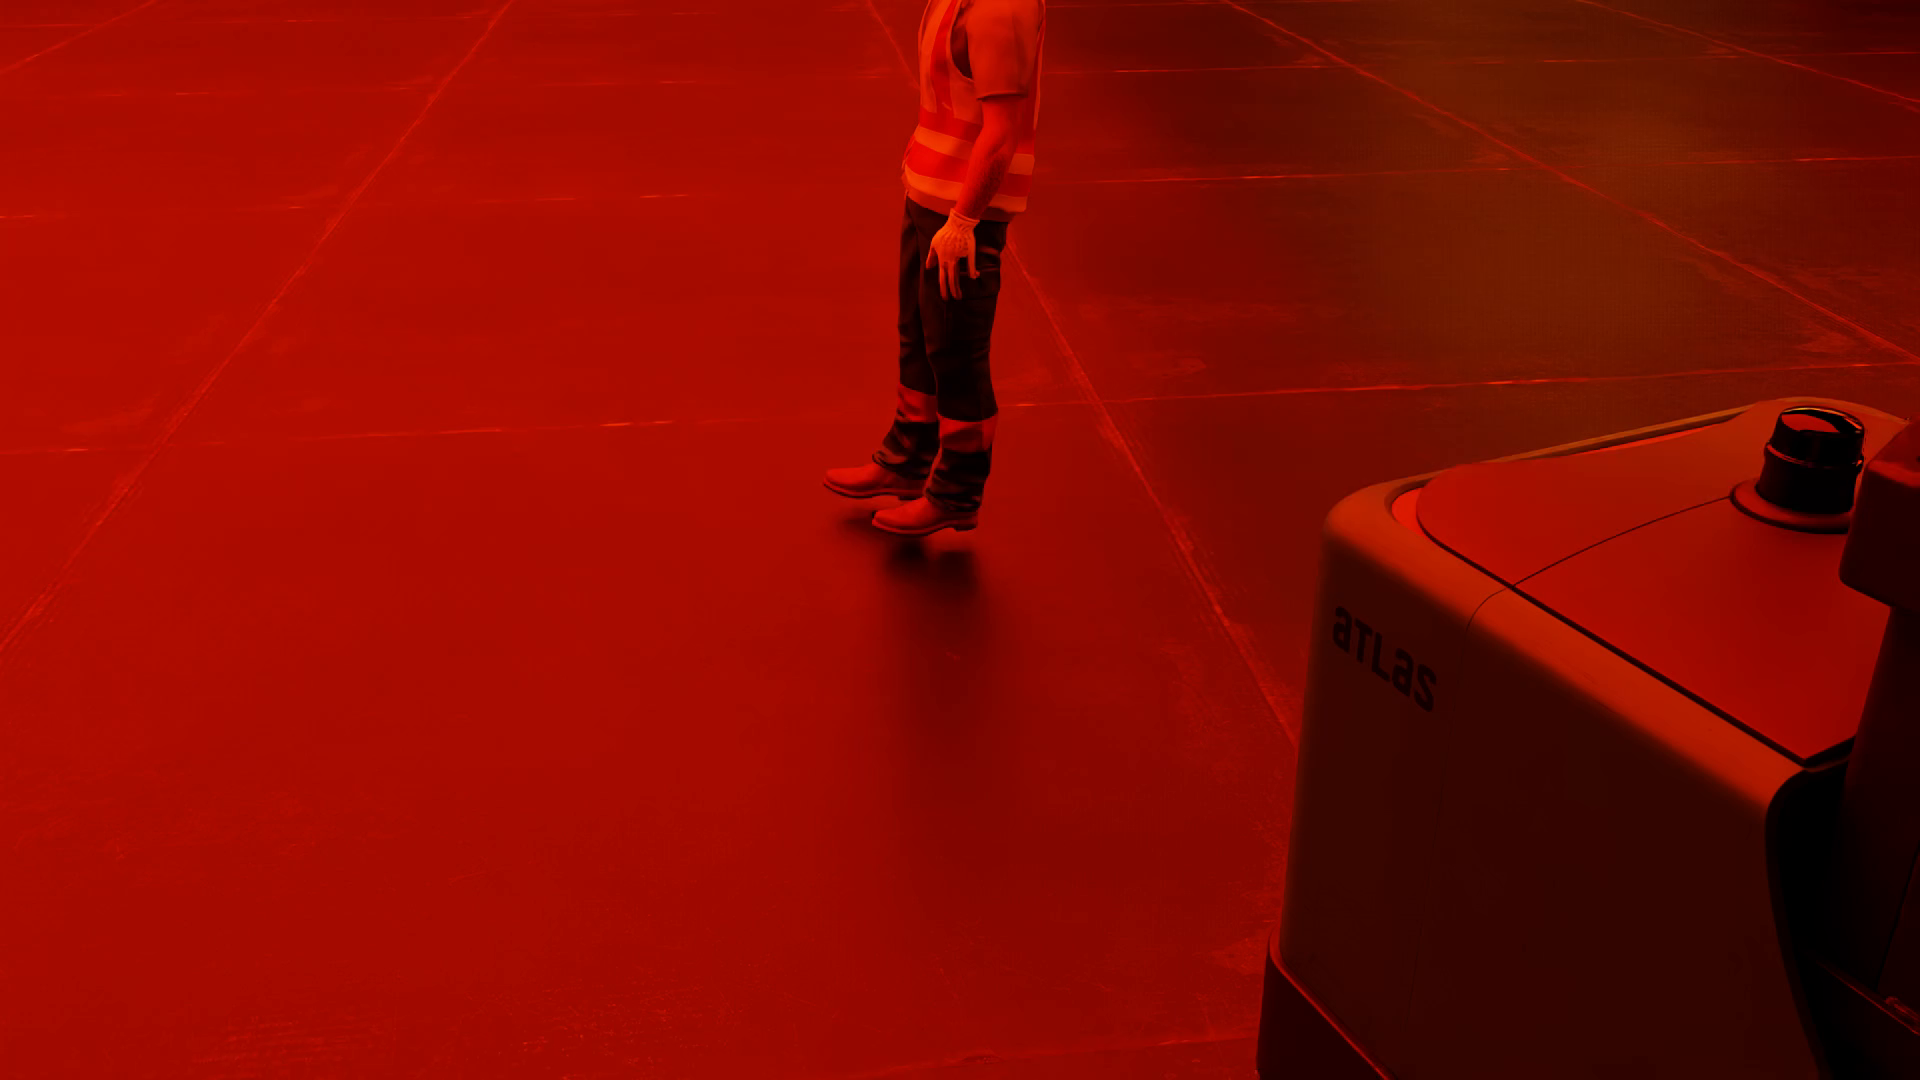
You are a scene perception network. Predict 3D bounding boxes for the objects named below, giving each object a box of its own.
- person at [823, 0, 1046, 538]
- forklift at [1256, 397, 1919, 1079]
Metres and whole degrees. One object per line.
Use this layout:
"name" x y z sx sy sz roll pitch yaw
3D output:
"person" -0.081 -0.849 4.198 0.564 1.786 0.638 -3 26 -7
"forklift" 1.560 0.072 1.081 1.130 2.935 3.031 -11 28 -22
